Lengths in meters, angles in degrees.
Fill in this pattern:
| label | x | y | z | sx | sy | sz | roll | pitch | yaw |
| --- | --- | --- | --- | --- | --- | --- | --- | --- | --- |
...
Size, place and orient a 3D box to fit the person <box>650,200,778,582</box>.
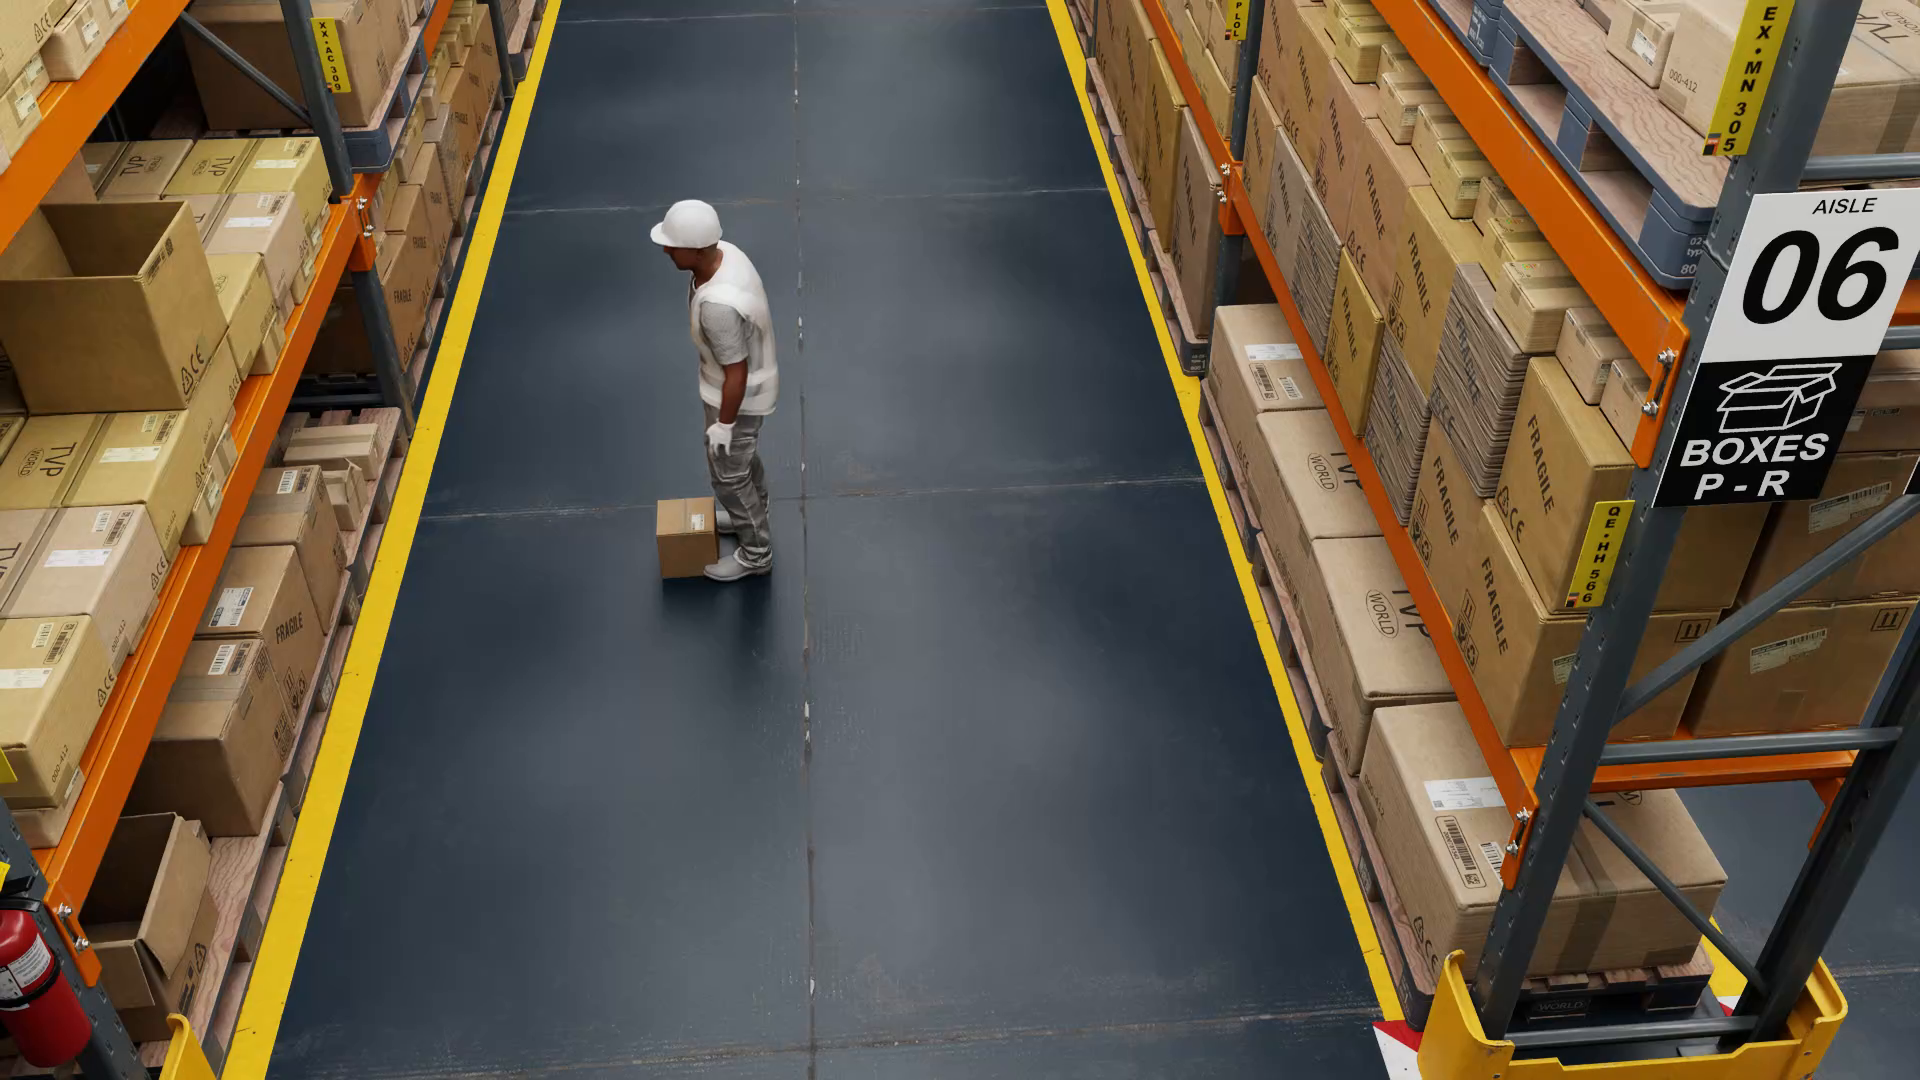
| label | x | y | z | sx | sy | sz | roll | pitch | yaw |
| --- | --- | --- | --- | --- | --- | --- | --- | --- | --- |
| person | -0.974 | -0.616 | 6.910 | 0.443 | 1.776 | 0.630 | -5 | 39 | -6 |
